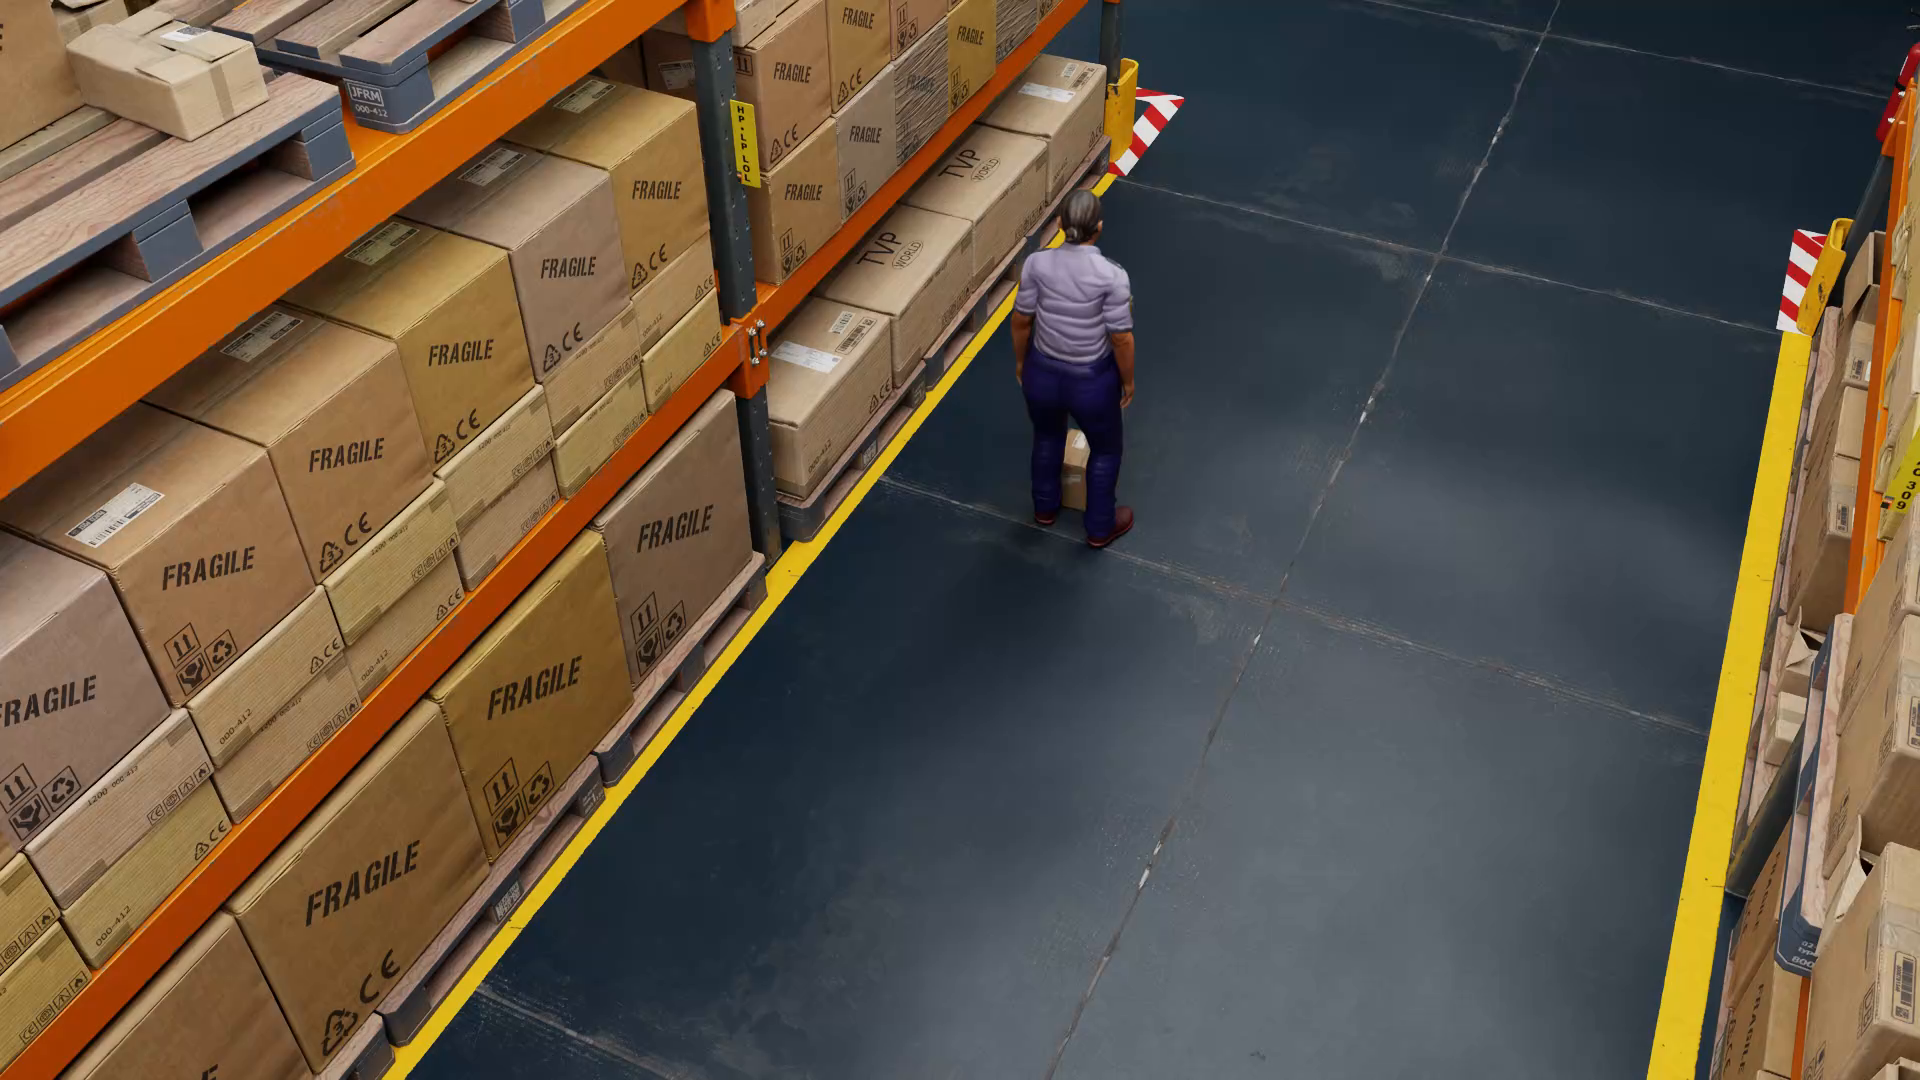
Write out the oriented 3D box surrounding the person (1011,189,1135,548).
[{"bbox_3d":[0.492,-0.689,6.944,0.553,1.625,0.425,15,44,16],"label":"person"}]
